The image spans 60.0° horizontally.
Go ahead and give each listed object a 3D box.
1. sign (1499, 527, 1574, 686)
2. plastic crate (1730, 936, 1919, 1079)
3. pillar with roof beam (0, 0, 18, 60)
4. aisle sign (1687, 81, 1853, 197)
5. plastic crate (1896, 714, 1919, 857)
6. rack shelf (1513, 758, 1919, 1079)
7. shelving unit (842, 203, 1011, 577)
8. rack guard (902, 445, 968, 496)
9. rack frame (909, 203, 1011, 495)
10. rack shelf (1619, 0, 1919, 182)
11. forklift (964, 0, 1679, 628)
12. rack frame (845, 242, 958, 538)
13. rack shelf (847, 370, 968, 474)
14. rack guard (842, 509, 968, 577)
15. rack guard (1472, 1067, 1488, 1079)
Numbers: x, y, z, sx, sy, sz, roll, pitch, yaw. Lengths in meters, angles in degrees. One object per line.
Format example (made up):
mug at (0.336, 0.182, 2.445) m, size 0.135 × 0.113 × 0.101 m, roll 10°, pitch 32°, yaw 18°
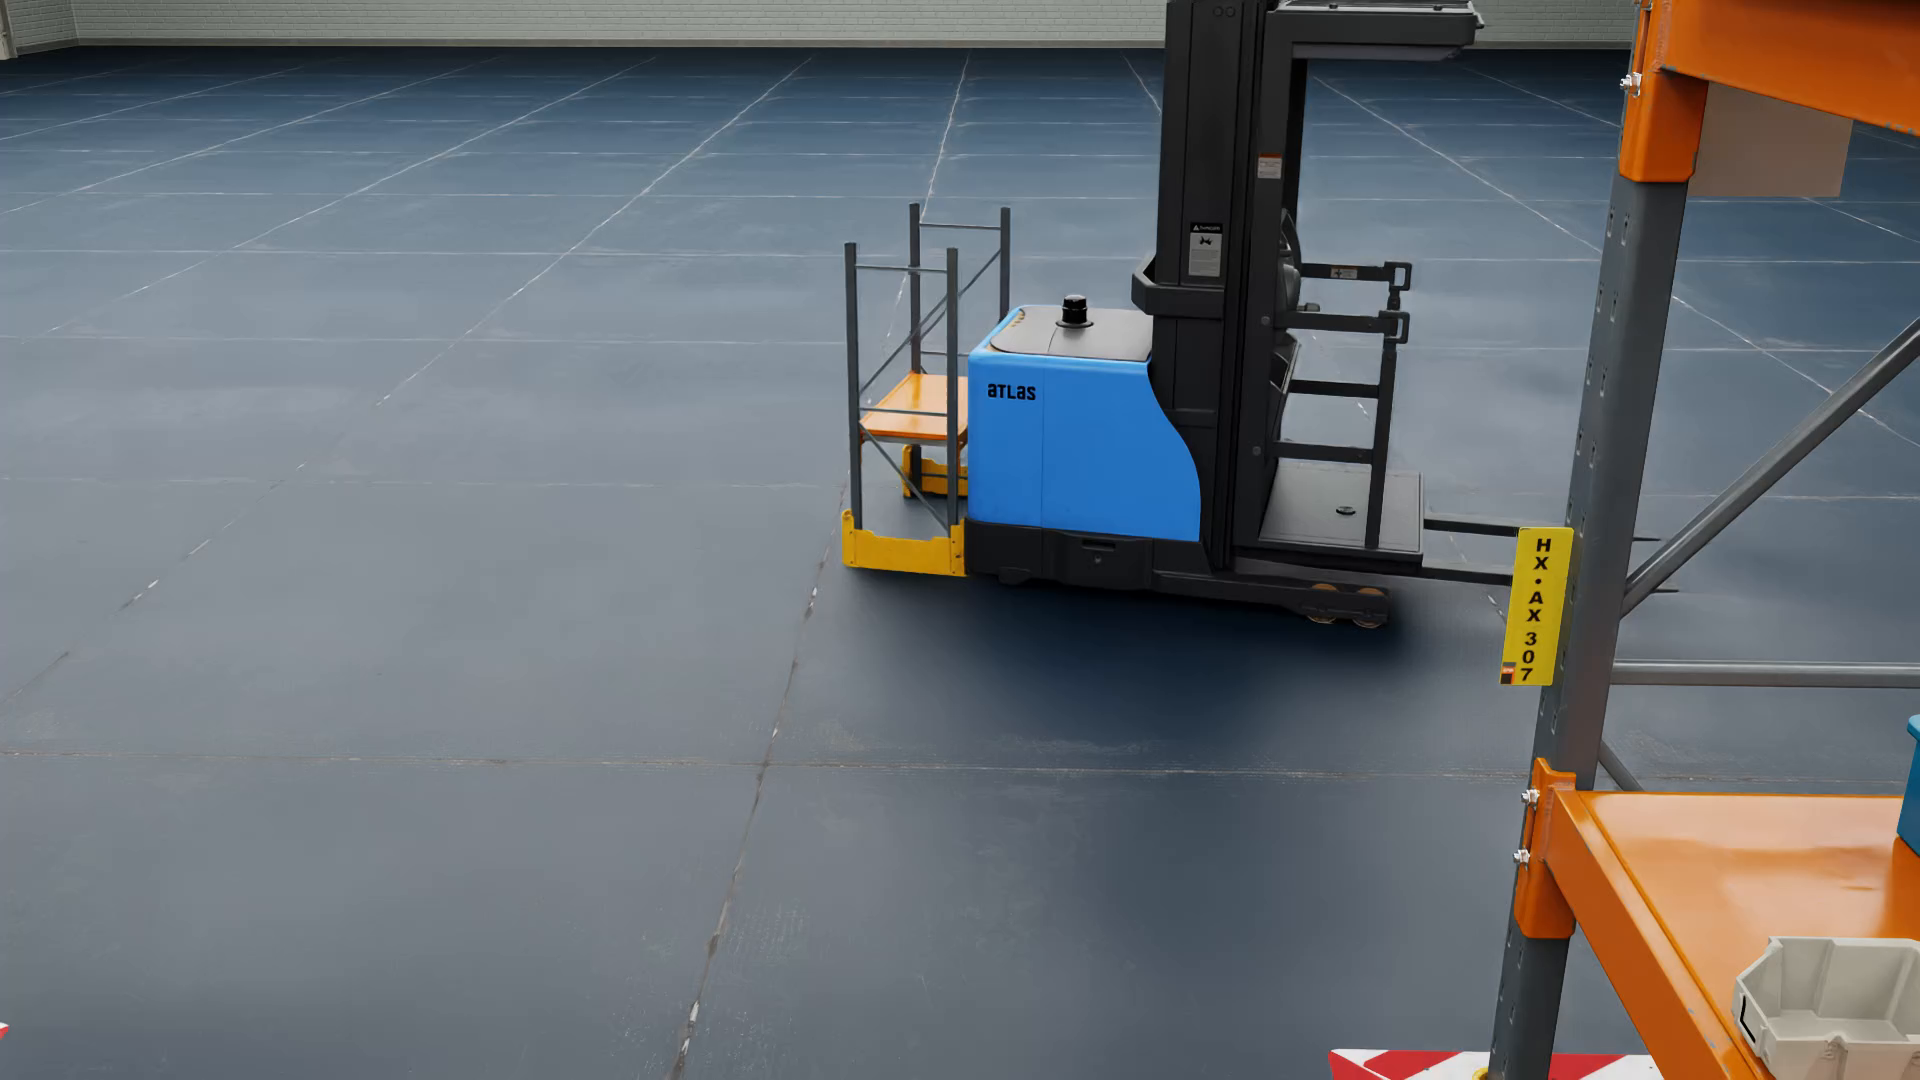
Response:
sign at (1.097, 0.129, 3.167) m, size 0.100 × 0.325 × 0.005 m, roll 1°, pitch 21°, yaw 2°
plastic crate at (1.298, 0.709, 2.420) m, size 0.298 × 0.136 × 0.250 m, roll 1°, pitch 21°, yaw 2°
pillar with roof beam at (-13.877, -13.306, 29.881) m, size 9.100 × 9.000 × 0.400 m, roll 1°, pitch 21°, yaw 2°
aisle sign at (1.356, -0.976, 2.803) m, size 0.394 × 0.787 × 0.004 m, roll 1°, pitch 21°, yaw 2°
plastic crate at (1.931, 0.519, 2.750) m, size 0.499 × 0.251 × 0.616 m, roll 1°, pitch 21°, yaw 2°
rack shelf at (1.586, 1.324, 1.464) m, size 1.077 × 0.370 × 4.000 m, roll 1°, pitch 21°, yaw 2°
shelving unit at (-0.130, -0.744, 7.872) m, size 0.587 × 1.500 × 1.083 m, roll 5°, pitch 22°, yaw 13°
rack guard at (-0.006, -0.336, 8.548) m, size 0.587 × 0.250 × 0.087 m, roll 5°, pitch 22°, yaw 13°
rack frame at (-0.001, -0.925, 8.340) m, size 0.500 × 1.500 × 0.032 m, roll 5°, pitch 22°, yaw 13°
rack shelf at (1.586, -0.074, 0.921) m, size 1.077 × 0.370 × 4.000 m, roll 1°, pitch 21°, yaw 2°
forklift at (1.595, -1.205, 7.083) m, size 3.031 × 2.935 × 1.130 m, roll 5°, pitch 22°, yaw 14°
rack frame at (-0.254, -0.569, 7.421) m, size 0.500 × 1.500 × 0.032 m, roll 5°, pitch 22°, yaw 13°
rack shelf at (-0.128, -0.579, 7.946) m, size 0.538 × 0.185 × 1.000 m, roll 5°, pitch 22°, yaw 13°
rack guard at (-0.253, 0.013, 7.649) m, size 0.587 × 0.250 × 0.087 m, roll 5°, pitch 22°, yaw 13°
rack guard at (1.691, 1.459, 3.578) m, size 1.175 × 0.500 × 0.348 m, roll 1°, pitch 21°, yaw 2°
